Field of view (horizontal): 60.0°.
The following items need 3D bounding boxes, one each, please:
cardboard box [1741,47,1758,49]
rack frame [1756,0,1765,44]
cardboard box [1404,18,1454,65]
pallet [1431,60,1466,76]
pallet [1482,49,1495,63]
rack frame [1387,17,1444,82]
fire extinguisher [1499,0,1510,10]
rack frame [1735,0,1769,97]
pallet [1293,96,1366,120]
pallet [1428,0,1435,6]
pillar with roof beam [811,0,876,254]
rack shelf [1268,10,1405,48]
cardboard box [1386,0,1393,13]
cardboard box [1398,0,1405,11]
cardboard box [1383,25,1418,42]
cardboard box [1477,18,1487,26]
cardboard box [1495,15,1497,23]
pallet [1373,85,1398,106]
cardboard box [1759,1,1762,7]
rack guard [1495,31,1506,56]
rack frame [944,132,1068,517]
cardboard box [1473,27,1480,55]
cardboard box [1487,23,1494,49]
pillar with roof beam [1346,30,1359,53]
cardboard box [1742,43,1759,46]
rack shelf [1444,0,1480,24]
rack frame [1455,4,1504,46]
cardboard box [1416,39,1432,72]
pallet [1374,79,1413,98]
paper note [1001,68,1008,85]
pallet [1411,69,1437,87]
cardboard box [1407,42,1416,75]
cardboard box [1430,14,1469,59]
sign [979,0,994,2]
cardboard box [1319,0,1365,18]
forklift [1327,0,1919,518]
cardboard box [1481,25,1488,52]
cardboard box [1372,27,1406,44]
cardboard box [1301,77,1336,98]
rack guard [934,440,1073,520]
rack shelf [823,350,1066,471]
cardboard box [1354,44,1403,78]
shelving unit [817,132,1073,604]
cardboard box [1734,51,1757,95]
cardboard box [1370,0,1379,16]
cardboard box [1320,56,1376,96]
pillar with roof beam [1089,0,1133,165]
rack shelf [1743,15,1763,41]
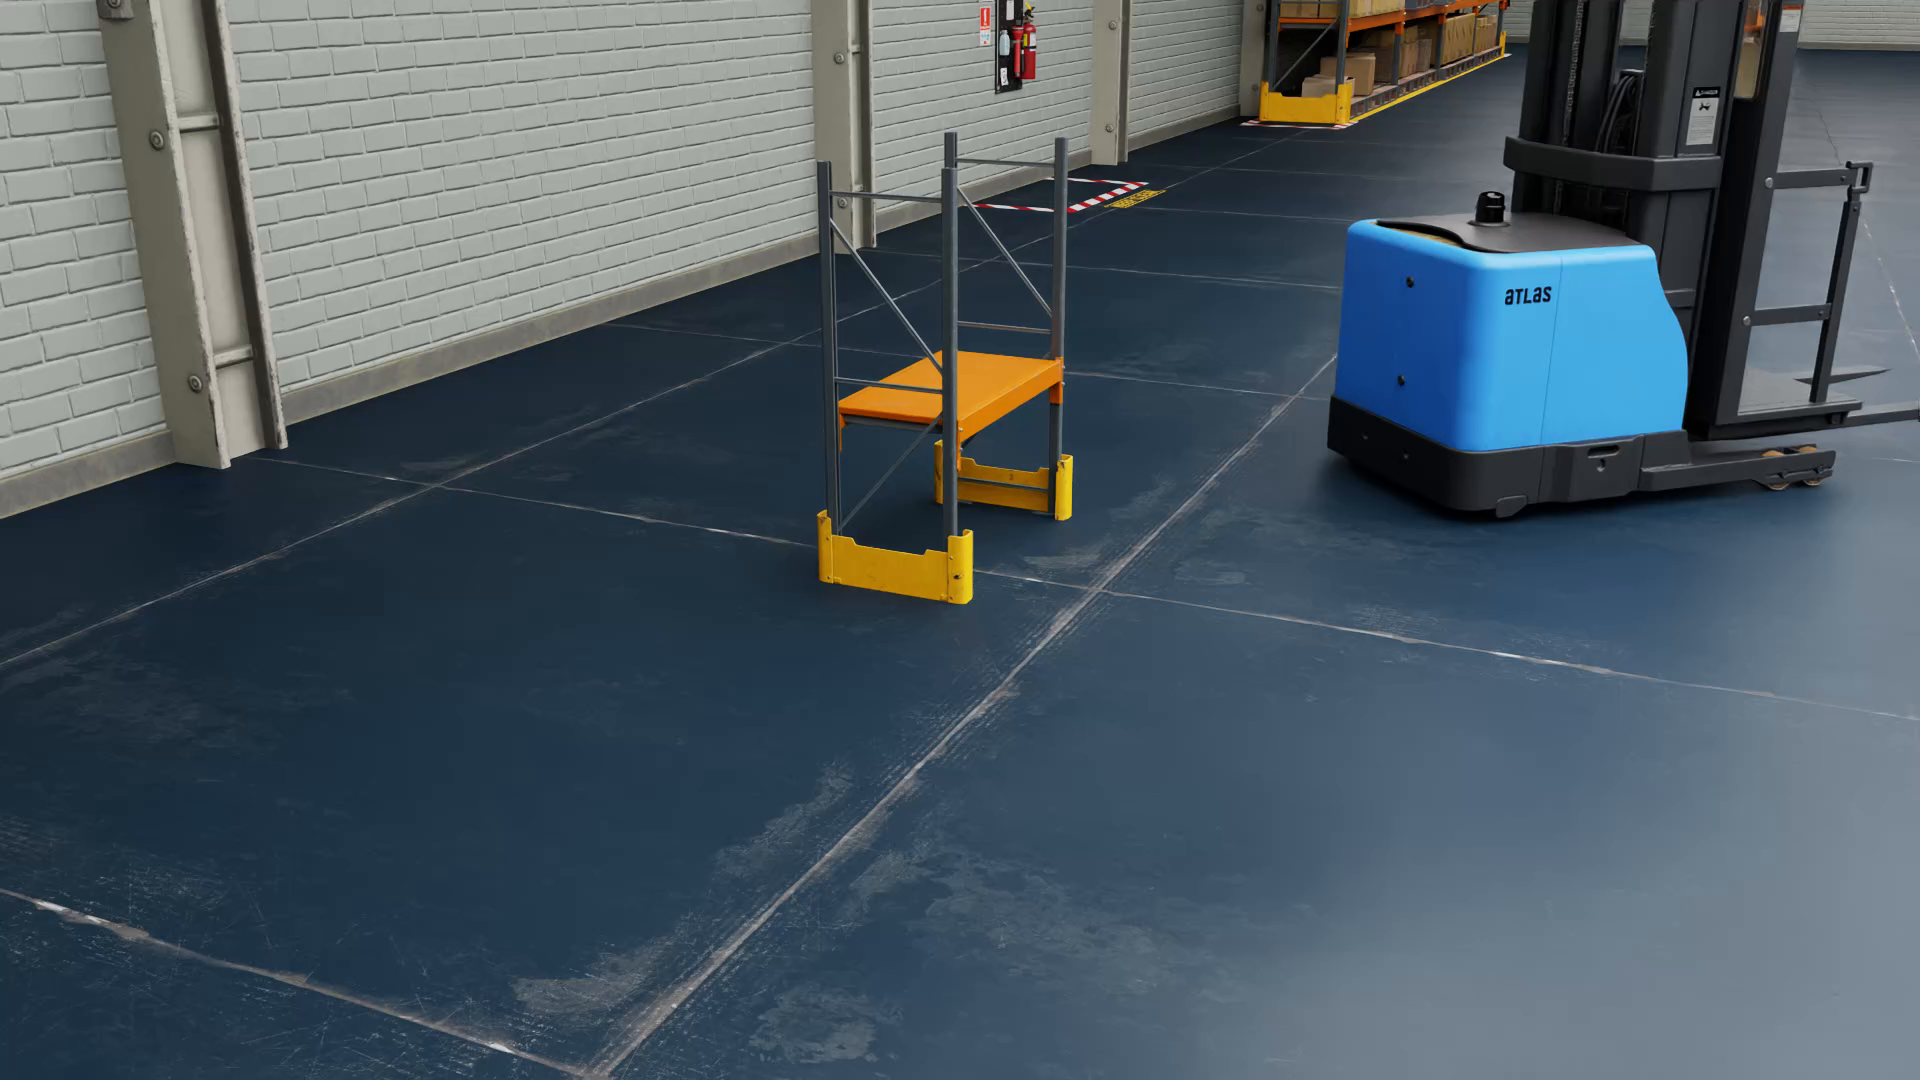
[{"bbox_3d":[10.112,-6.146,21.632,0.500,0.500,0.500,9,21,23],"label":"cardboard box"},{"bbox_3d":[10.710,-7.522,23.142,1.000,3.000,0.127,9,21,23],"label":"rack frame"},{"bbox_3d":[8.248,-8.815,29.359,0.750,0.750,0.750,8,21,22],"label":"cardboard box"},{"bbox_3d":[8.720,-8.711,30.649,1.003,0.211,1.213,9,21,23],"label":"pallet"},{"bbox_3d":[10.347,-9.928,34.070,1.003,0.211,1.213,9,21,23],"label":"pallet"},{"bbox_3d":[7.828,-9.423,28.488,1.000,3.000,0.127,9,21,23],"label":"rack frame"},{"bbox_3d":[11.586,-11.639,35.392,0.296,0.674,0.183,9,21,23],"label":"fire extinguisher"},{"bbox_3d":[9.072,-6.299,19.704,1.000,3.000,0.127,9,21,23],"label":"rack frame"},{"bbox_3d":[4.948,-5.930,22.829,1.003,0.211,1.213,9,21,23],"label":"pallet"},{"bbox_3d":[7.054,-8.722,26.803,1.003,0.211,1.213,9,21,23],"label":"pallet"},{"bbox_3d":[3.063,-5.878,9.566,9.100,9.000,0.400,9,21,23],"label":"pillar with roof beam"},{"bbox_3d":[5.371,-7.250,23.451,1.077,0.370,4.000,9,21,23],"label":"rack shelf"},{"bbox_3d":[5.869,-7.645,23.684,0.500,0.250,0.500,8,21,22],"label":"cardboard box"},{"bbox_3d":[6.272,-7.952,24.548,0.500,0.250,0.500,9,21,23],"label":"cardboard box"},{"bbox_3d":[7.290,-8.413,27.603,0.500,0.250,0.500,9,21,24],"label":"cardboard box"},{"bbox_3d":[10.386,-10.425,33.442,0.380,0.149,0.250,8,21,21],"label":"cardboard box"},{"bbox_3d":[11.022,-10.902,34.784,0.380,0.149,0.250,8,21,22],"label":"cardboard box"},{"bbox_3d":[5.947,-6.676,24.926,1.003,0.211,1.213,9,21,23],"label":"pallet"},{"bbox_3d":[12.232,-8.313,25.743,0.380,0.149,0.250,9,21,23],"label":"cardboard box"},{"bbox_3d":[11.113,-10.698,35.804,1.175,0.500,0.348,9,21,23],"label":"rack guard"},{"bbox_3d":[0.173,-0.836,6.581,0.500,1.500,0.032,9,21,23],"label":"rack frame"},{"bbox_3d":[9.865,-9.880,32.878,0.700,0.500,0.500,9,21,23],"label":"cardboard box"},{"bbox_3d":[10.703,-10.508,34.643,0.700,0.500,0.500,8,21,23],"label":"cardboard box"},{"bbox_3d":[10.434,-11.380,25.038,9.100,9.000,0.400,9,21,23],"label":"pillar with roof beam"},{"bbox_3d":[10.505,-6.454,22.498,0.500,0.500,0.500,9,21,23],"label":"cardboard box"},{"bbox_3d":[8.647,-9.695,30.328,1.077,0.370,4.000,9,21,23],"label":"rack shelf"},{"bbox_3d":[11.104,-11.868,35.365,1.000,3.000,0.127,9,21,23],"label":"rack frame"},{"bbox_3d":[7.580,-8.225,28.194,0.700,0.500,0.500,9,21,23],"label":"cardboard box"},{"bbox_3d":[6.507,-7.124,26.187,1.003,0.211,1.213,9,21,23],"label":"pallet"},{"bbox_3d":[0.410,-4.266,15.302,0.016,0.148,0.142,9,21,23],"label":"paper note"},{"bbox_3d":[7.506,-7.870,28.284,1.003,0.211,1.213,9,21,23],"label":"pallet"},{"bbox_3d":[7.086,-7.928,27.358,0.700,0.500,0.500,8,21,22],"label":"cardboard box"},{"bbox_3d":[8.957,-9.342,30.842,0.750,0.750,0.750,9,22,24],"label":"cardboard box"},{"bbox_3d":[0.235,-4.837,14.750,0.001,0.109,0.331,9,21,23],"label":"sign"},{"bbox_3d":[5.041,-7.022,21.930,0.500,0.250,0.500,8,21,21],"label":"cardboard box"},{"bbox_3d":[3.213,-1.751,7.018,3.031,2.935,1.130,-7,21,-18],"label":"forklift"},{"bbox_3d":[10.286,-10.190,33.749,0.700,0.500,0.500,9,22,24],"label":"cardboard box"},{"bbox_3d":[6.863,-8.105,26.737,0.500,0.250,0.500,8,21,21],"label":"cardboard box"},{"bbox_3d":[4.917,-6.117,22.548,0.500,0.311,0.500,6,20,17],"label":"cardboard box"},{"bbox_3d":[0.173,-0.247,6.789,0.587,0.250,0.087,9,21,23],"label":"rack guard"},{"bbox_3d":[-0.035,-0.511,6.204,0.538,0.185,1.000,9,21,23],"label":"rack shelf"},{"bbox_3d":[6.642,-7.622,26.498,0.700,0.500,0.500,8,21,22],"label":"cardboard box"},{"bbox_3d":[-0.031,-0.683,6.152,0.587,1.500,1.083,9,21,23],"label":"shelving unit"},{"bbox_3d":[9.698,-5.841,20.774,0.500,0.500,0.500,9,21,23],"label":"cardboard box"},{"bbox_3d":[5.455,-7.337,22.818,0.500,0.250,0.500,8,21,22],"label":"cardboard box"},{"bbox_3d":[5.496,-6.598,23.618,0.700,0.500,0.500,7,21,19],"label":"cardboard box"},{"bbox_3d":[5.520,-7.712,14.723,9.100,9.000,0.400,9,21,23],"label":"pillar with roof beam"},{"bbox_3d":[9.891,-6.571,21.543,1.077,0.370,4.000,9,21,23],"label":"rack shelf"}]
